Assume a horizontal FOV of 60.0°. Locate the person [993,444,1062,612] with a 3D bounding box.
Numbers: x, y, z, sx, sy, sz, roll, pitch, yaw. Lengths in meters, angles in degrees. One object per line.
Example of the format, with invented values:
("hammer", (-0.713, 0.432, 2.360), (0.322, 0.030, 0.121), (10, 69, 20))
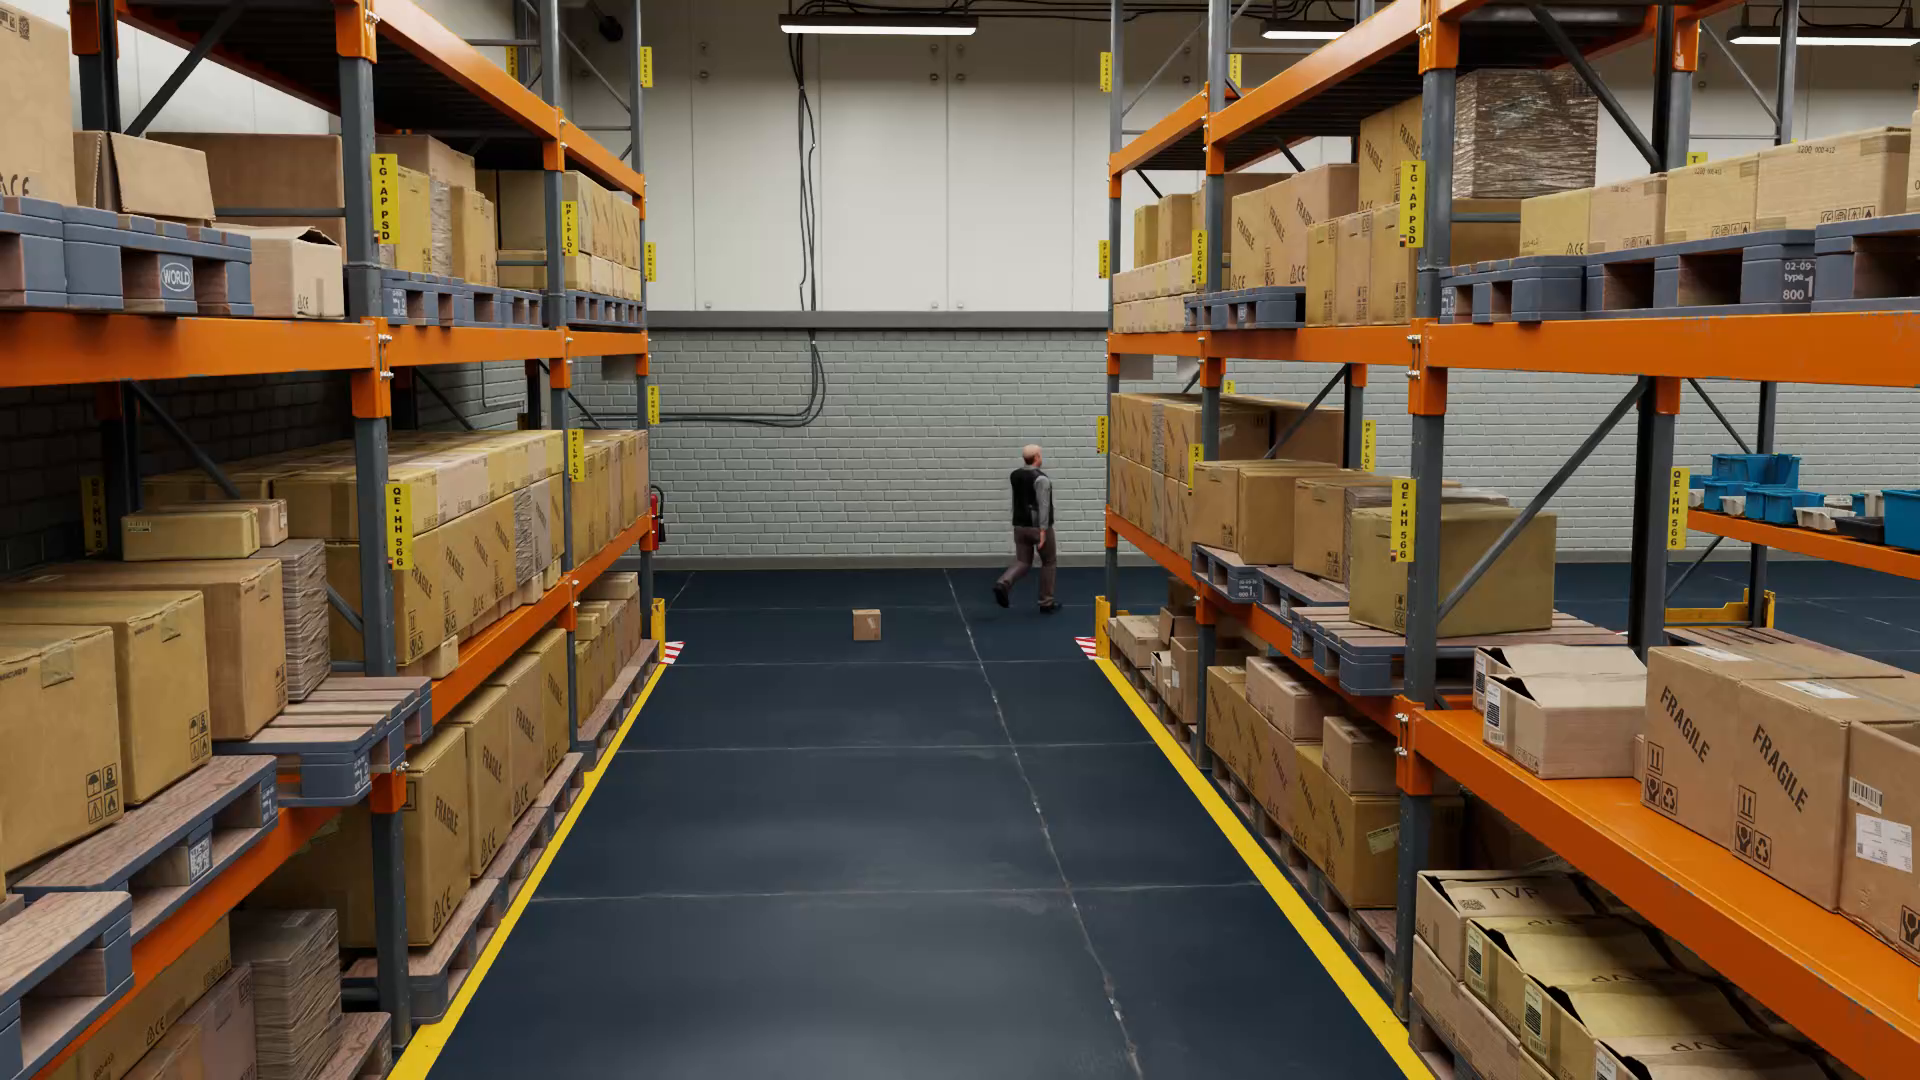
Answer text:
("person", (0.706, -0.112, 16.670), (0.530, 1.695, 0.802), (6, 9, 43))
